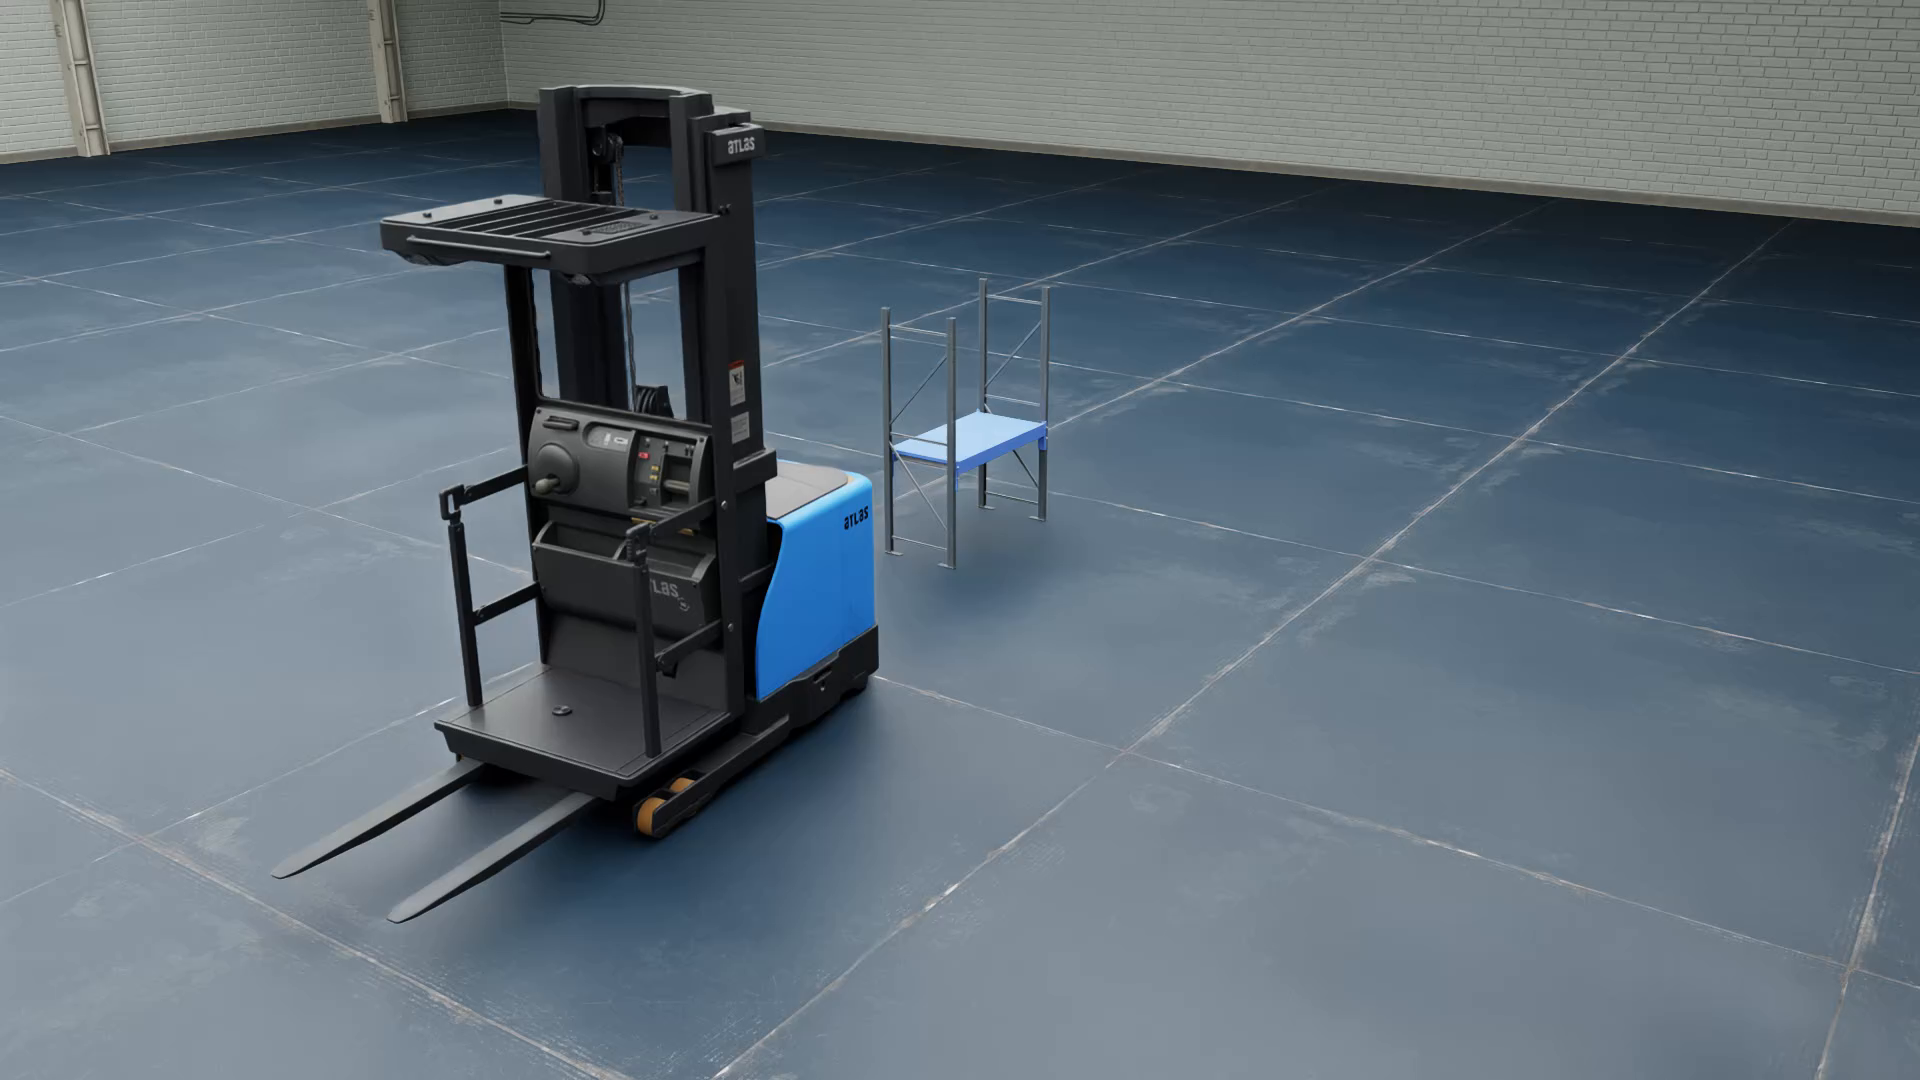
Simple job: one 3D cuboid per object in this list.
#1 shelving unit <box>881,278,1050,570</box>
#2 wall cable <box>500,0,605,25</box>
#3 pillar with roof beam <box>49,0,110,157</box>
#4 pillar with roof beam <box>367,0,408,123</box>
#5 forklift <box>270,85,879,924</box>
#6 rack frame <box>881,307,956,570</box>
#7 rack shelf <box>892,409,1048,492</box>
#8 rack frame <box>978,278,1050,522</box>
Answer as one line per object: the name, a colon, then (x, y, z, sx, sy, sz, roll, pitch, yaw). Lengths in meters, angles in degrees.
shelving unit: (0.048, -0.728, 10.071, 0.538, 1.500, 1.048, 13, 24, 32)
wall cable: (-8.167, -11.426, 32.660, 3.097, 2.526, 0.112, 13, 24, 32)
pillar with roof beam: (-10.729, -9.734, 23.609, 9.100, 9.000, 0.400, 13, 24, 32)
pillar with roof beam: (-7.356, -11.456, 28.263, 9.100, 9.000, 0.400, 13, 24, 32)
forklift: (-1.562, -0.315, 6.892, 1.130, 2.935, 3.031, 11, 23, 27)
rack frame: (-0.238, -0.582, 9.677, 0.500, 1.500, 0.032, 13, 24, 32)
rack shelf: (0.048, -0.559, 10.133, 0.538, 0.185, 1.000, 13, 24, 32)
rack frame: (0.334, -0.874, 10.465, 0.500, 1.500, 0.032, 13, 24, 32)
